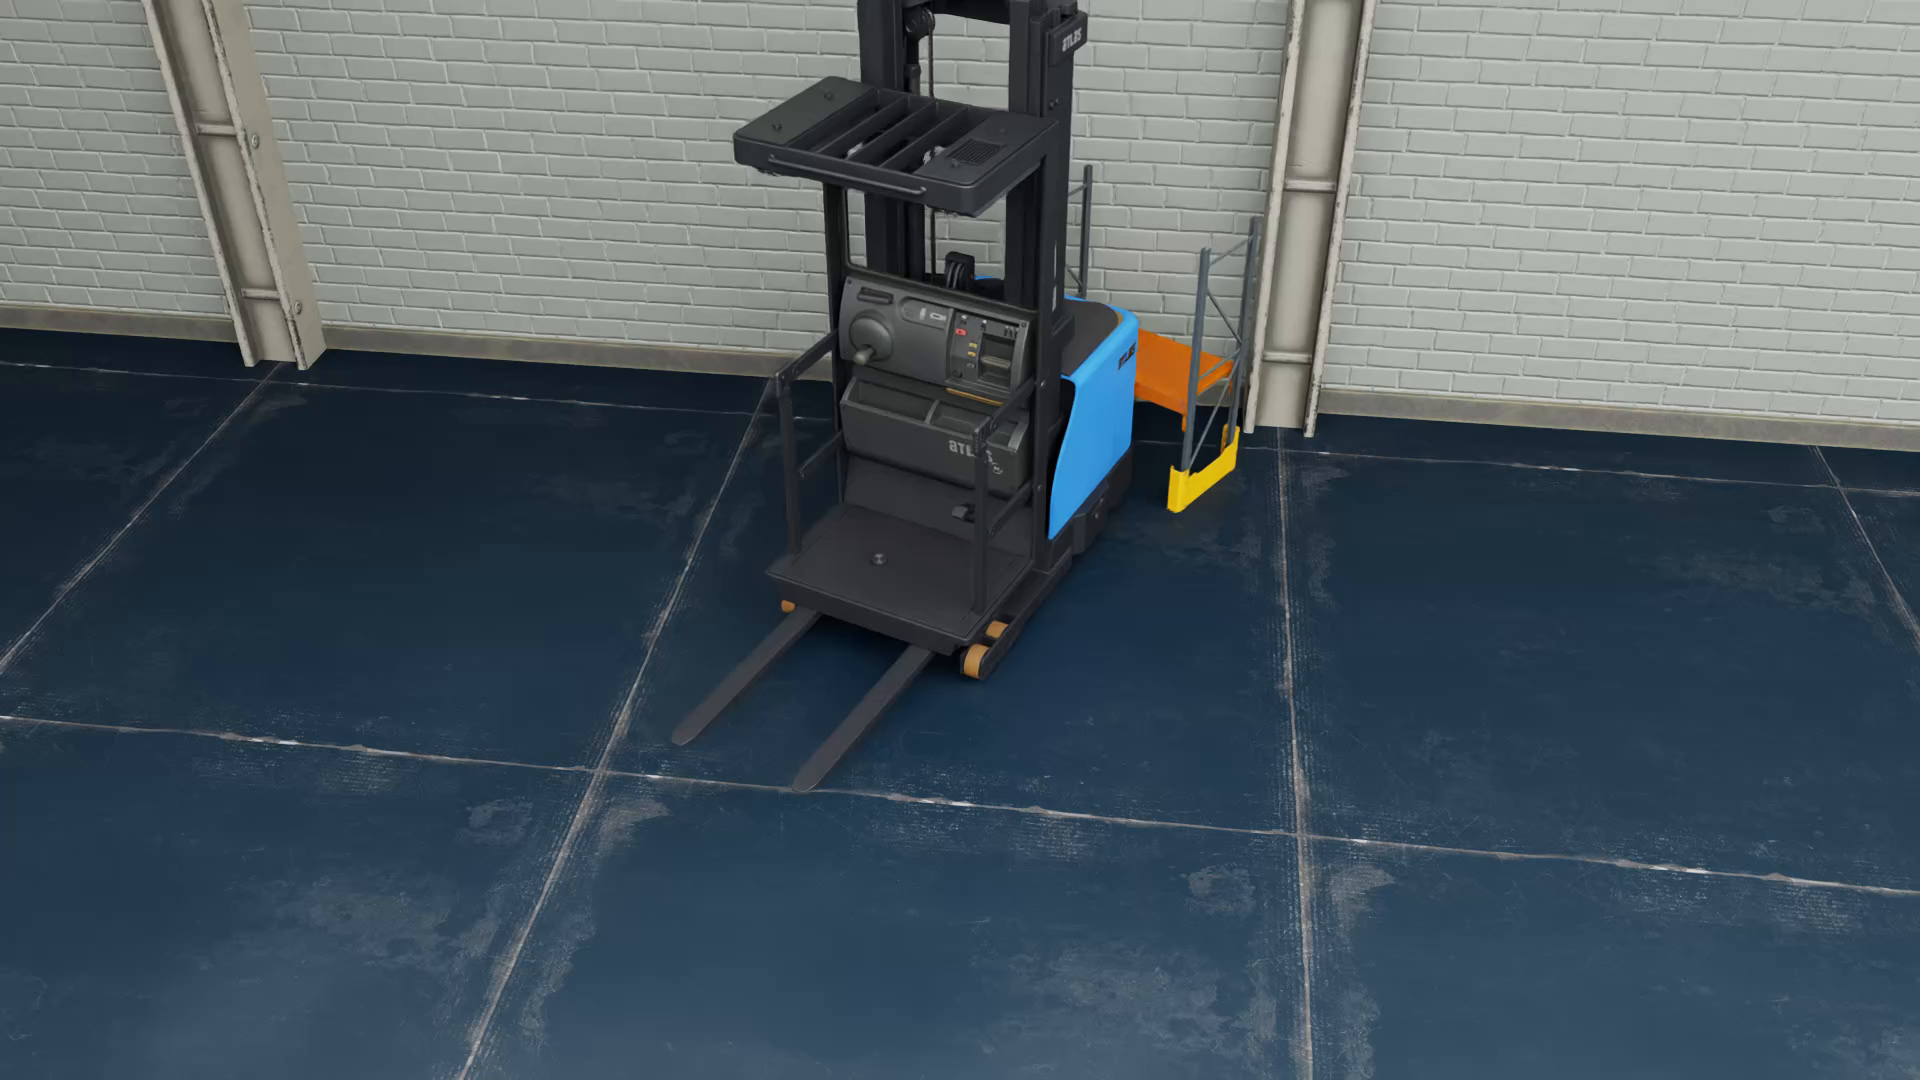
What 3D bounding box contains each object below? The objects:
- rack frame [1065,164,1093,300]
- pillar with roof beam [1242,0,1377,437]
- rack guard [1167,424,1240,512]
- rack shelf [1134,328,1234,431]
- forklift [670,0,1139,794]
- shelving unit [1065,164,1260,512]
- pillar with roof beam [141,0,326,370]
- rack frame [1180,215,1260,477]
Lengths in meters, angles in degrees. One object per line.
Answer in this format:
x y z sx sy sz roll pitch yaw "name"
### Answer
0.536 -1.265 9.089 0.032 1.500 0.500 25 43 31 "rack frame"
1.279 -1.868 3.478 0.400 9.000 9.100 4 36 6 "pillar with roof beam"
1.310 -0.391 8.940 0.087 0.250 0.587 25 43 31 "rack guard"
0.930 -0.933 8.933 1.000 0.185 0.538 25 43 31 "rack shelf"
-0.221 -0.846 7.269 1.130 2.935 3.031 17 39 22 "forklift"
0.923 -1.082 8.833 1.083 1.500 0.587 25 43 31 "shelving unit"
-4.673 -2.312 4.100 0.400 9.000 9.100 4 36 6 "pillar with roof beam"
1.325 -0.893 8.567 0.032 1.500 0.500 25 43 31 "rack frame"
